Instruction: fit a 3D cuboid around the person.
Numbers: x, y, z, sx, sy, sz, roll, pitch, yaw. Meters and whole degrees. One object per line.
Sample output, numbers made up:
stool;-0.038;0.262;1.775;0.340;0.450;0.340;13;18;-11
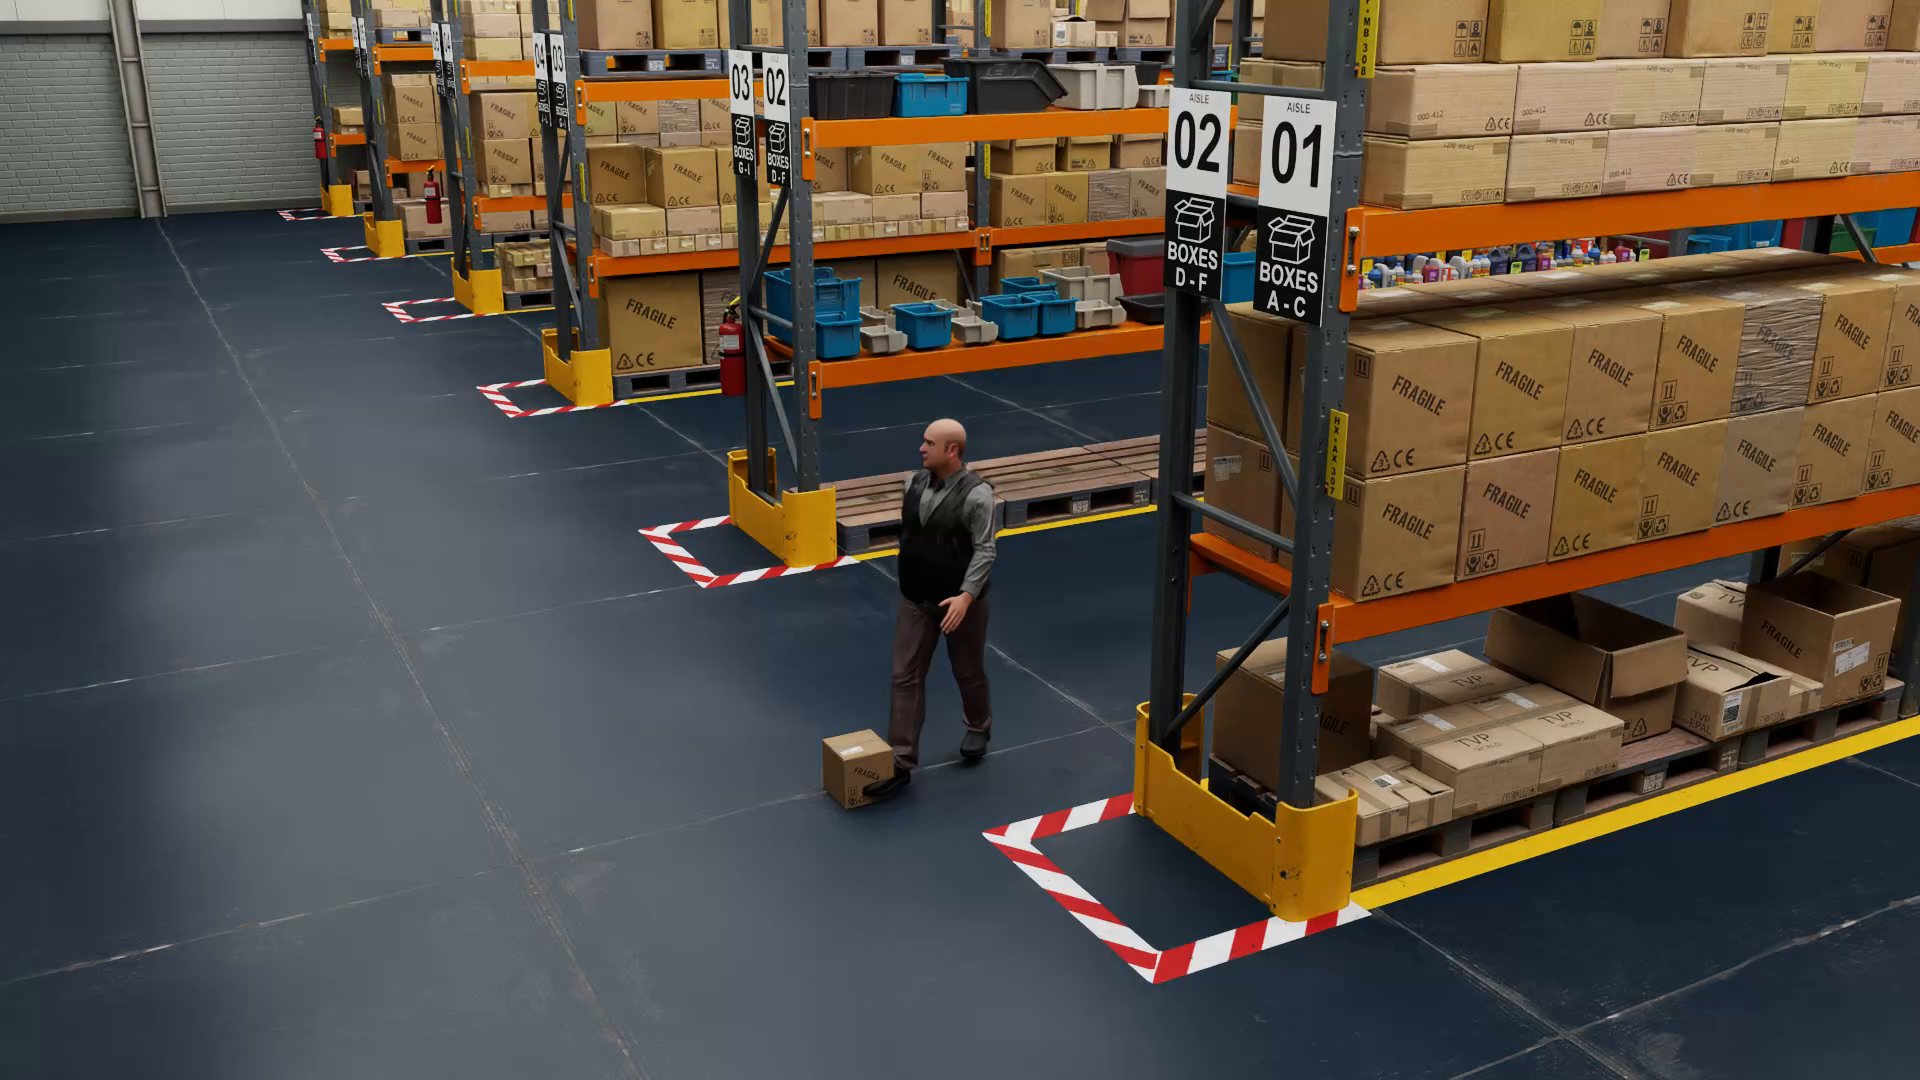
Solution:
person;-0.123;0.336;7.692;0.578;1.590;0.902;10;21;29
